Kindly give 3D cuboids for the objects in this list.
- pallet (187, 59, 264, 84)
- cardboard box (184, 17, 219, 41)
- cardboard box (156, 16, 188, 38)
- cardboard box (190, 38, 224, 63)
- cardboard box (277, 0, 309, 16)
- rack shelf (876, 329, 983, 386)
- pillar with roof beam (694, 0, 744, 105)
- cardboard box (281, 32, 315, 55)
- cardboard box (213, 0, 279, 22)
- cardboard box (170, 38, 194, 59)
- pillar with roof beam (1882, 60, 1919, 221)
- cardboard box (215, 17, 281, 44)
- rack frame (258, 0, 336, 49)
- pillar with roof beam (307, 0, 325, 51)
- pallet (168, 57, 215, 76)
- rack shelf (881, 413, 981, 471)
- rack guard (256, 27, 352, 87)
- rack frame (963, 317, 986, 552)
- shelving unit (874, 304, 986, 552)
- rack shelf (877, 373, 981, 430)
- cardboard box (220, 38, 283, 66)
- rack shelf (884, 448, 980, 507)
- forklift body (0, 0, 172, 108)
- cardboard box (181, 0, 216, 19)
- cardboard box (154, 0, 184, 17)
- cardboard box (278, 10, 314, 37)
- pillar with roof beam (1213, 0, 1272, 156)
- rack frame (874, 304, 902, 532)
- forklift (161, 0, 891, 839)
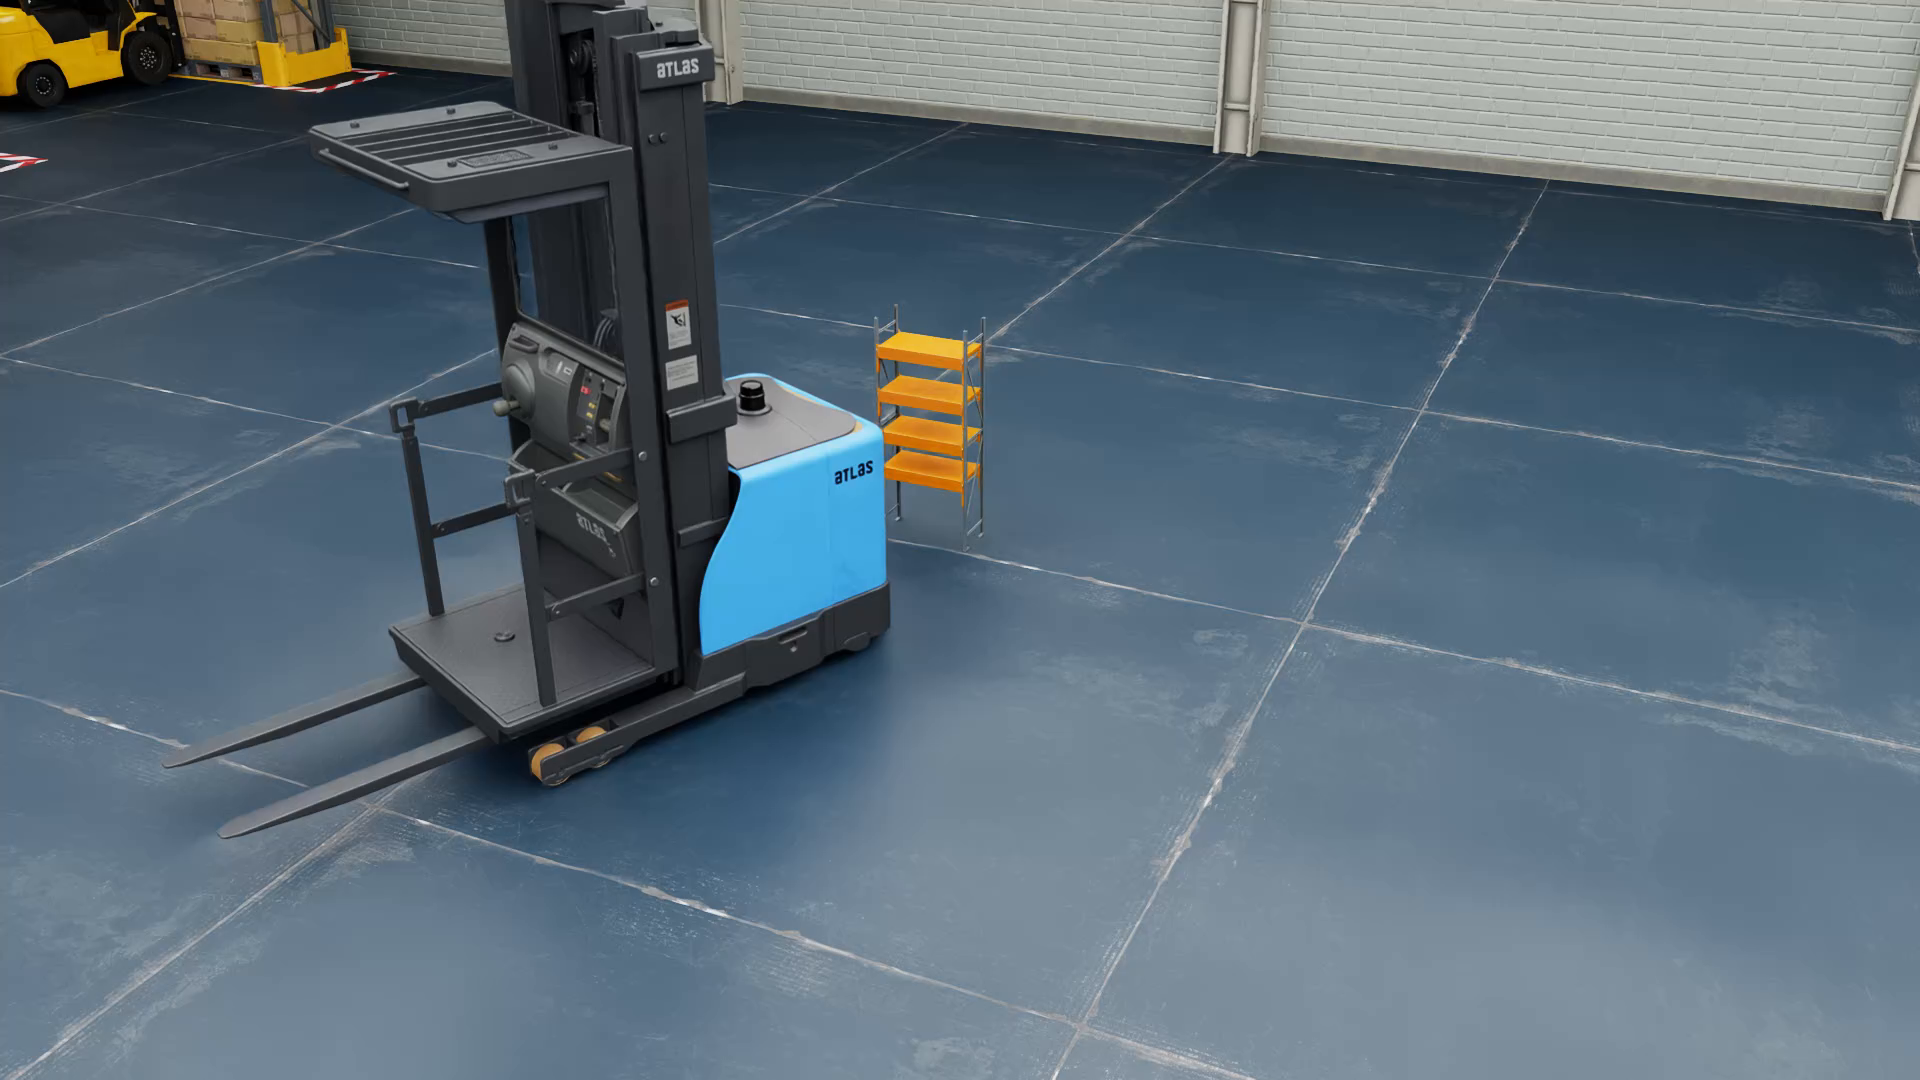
[{"bbox_3d":[-8.609,-5.816,20.324,1.213,0.211,1.003,11,28,22],"label":"pallet"},{"bbox_3d":[-8.920,-6.182,19.983,0.500,0.250,0.500,11,28,21],"label":"cardboard box"},{"bbox_3d":[-9.398,-6.268,20.157,0.500,0.250,0.500,11,28,21],"label":"cardboard box"},{"bbox_3d":[-8.902,-5.952,20.082,0.500,0.250,0.500,11,28,22],"label":"cardboard box"},{"bbox_3d":[-8.254,-6.511,20.085,0.500,0.250,0.500,11,28,21],"label":"cardboard box"},{"bbox_3d":[-0.151,-0.921,8.373,0.480,0.148,0.258,11,28,22],"label":"rack shelf"},{"bbox_3d":[-4.476,-7.297,13.384,0.400,9.000,9.100,11,28,22],"label":"pillar with roof beam"},{"bbox_3d":[-8.261,-6.067,20.315,0.500,0.250,0.500,11,28,22],"label":"cardboard box"},{"bbox_3d":[-8.443,-6.306,19.668,0.500,0.250,0.500,12,29,24],"label":"cardboard box"},{"bbox_3d":[-9.354,-6.047,20.275,0.500,0.250,0.500,12,29,22],"label":"cardboard box"},{"bbox_3d":[6.448,-5.103,8.927,0.400,9.000,9.100,11,28,22],"label":"pillar with roof beam"},{"bbox_3d":[-8.468,-6.086,19.788,0.500,0.250,0.500,11,28,21],"label":"cardboard box"},{"bbox_3d":[-7.895,-6.944,19.458,0.127,3.000,1.000,11,28,22],"label":"rack frame"},{"bbox_3d":[-9.938,-8.394,15.612,0.400,9.000,9.100,11,28,22],"label":"pillar with roof beam"},{"bbox_3d":[-9.715,-6.040,20.778,1.213,0.211,1.003,11,28,22],"label":"pallet"},{"bbox_3d":[-0.151,-0.508,8.576,0.480,0.148,0.258,11,28,22],"label":"rack shelf"},{"bbox_3d":[-7.873,-5.818,20.001,0.348,0.500,1.175,11,28,22],"label":"rack guard"},{"bbox_3d":[0.071,-0.524,8.456,0.015,1.200,0.240,11,28,22],"label":"rack frame"},{"bbox_3d":[-0.151,-0.569,8.546,0.503,1.200,0.258,11,28,22],"label":"shelving unit"},{"bbox_3d":[-0.151,-0.709,8.477,0.480,0.148,0.258,11,28,22],"label":"rack shelf"},{"bbox_3d":[-8.454,-5.858,19.889,0.500,0.250,0.500,12,28,22],"label":"cardboard box"},{"bbox_3d":[-0.151,-0.330,8.664,0.480,0.148,0.258,11,28,22],"label":"rack shelf"},{"bbox_3d":[-10.377,-6.176,18.860,1.214,2.155,2.313,11,28,22],"label":"forklift body"},{"bbox_3d":[-8.911,-6.397,19.853,0.500,0.250,0.500,12,29,23],"label":"cardboard box"},{"bbox_3d":[-9.374,-6.485,20.032,0.500,0.250,0.500,12,29,22],"label":"cardboard box"},{"bbox_3d":[-8.237,-6.293,20.206,0.500,0.250,0.500,12,29,23],"label":"cardboard box"},{"bbox_3d":[0.986,-6.200,11.155,0.400,9.000,9.100,11,28,22],"label":"pillar with roof beam"},{"bbox_3d":[-0.373,-0.613,8.637,0.015,1.200,0.240,11,28,22],"label":"rack frame"},{"bbox_3d":[-1.764,-0.582,6.614,3.031,2.935,1.130,-21,33,-36],"label":"forklift"}]
